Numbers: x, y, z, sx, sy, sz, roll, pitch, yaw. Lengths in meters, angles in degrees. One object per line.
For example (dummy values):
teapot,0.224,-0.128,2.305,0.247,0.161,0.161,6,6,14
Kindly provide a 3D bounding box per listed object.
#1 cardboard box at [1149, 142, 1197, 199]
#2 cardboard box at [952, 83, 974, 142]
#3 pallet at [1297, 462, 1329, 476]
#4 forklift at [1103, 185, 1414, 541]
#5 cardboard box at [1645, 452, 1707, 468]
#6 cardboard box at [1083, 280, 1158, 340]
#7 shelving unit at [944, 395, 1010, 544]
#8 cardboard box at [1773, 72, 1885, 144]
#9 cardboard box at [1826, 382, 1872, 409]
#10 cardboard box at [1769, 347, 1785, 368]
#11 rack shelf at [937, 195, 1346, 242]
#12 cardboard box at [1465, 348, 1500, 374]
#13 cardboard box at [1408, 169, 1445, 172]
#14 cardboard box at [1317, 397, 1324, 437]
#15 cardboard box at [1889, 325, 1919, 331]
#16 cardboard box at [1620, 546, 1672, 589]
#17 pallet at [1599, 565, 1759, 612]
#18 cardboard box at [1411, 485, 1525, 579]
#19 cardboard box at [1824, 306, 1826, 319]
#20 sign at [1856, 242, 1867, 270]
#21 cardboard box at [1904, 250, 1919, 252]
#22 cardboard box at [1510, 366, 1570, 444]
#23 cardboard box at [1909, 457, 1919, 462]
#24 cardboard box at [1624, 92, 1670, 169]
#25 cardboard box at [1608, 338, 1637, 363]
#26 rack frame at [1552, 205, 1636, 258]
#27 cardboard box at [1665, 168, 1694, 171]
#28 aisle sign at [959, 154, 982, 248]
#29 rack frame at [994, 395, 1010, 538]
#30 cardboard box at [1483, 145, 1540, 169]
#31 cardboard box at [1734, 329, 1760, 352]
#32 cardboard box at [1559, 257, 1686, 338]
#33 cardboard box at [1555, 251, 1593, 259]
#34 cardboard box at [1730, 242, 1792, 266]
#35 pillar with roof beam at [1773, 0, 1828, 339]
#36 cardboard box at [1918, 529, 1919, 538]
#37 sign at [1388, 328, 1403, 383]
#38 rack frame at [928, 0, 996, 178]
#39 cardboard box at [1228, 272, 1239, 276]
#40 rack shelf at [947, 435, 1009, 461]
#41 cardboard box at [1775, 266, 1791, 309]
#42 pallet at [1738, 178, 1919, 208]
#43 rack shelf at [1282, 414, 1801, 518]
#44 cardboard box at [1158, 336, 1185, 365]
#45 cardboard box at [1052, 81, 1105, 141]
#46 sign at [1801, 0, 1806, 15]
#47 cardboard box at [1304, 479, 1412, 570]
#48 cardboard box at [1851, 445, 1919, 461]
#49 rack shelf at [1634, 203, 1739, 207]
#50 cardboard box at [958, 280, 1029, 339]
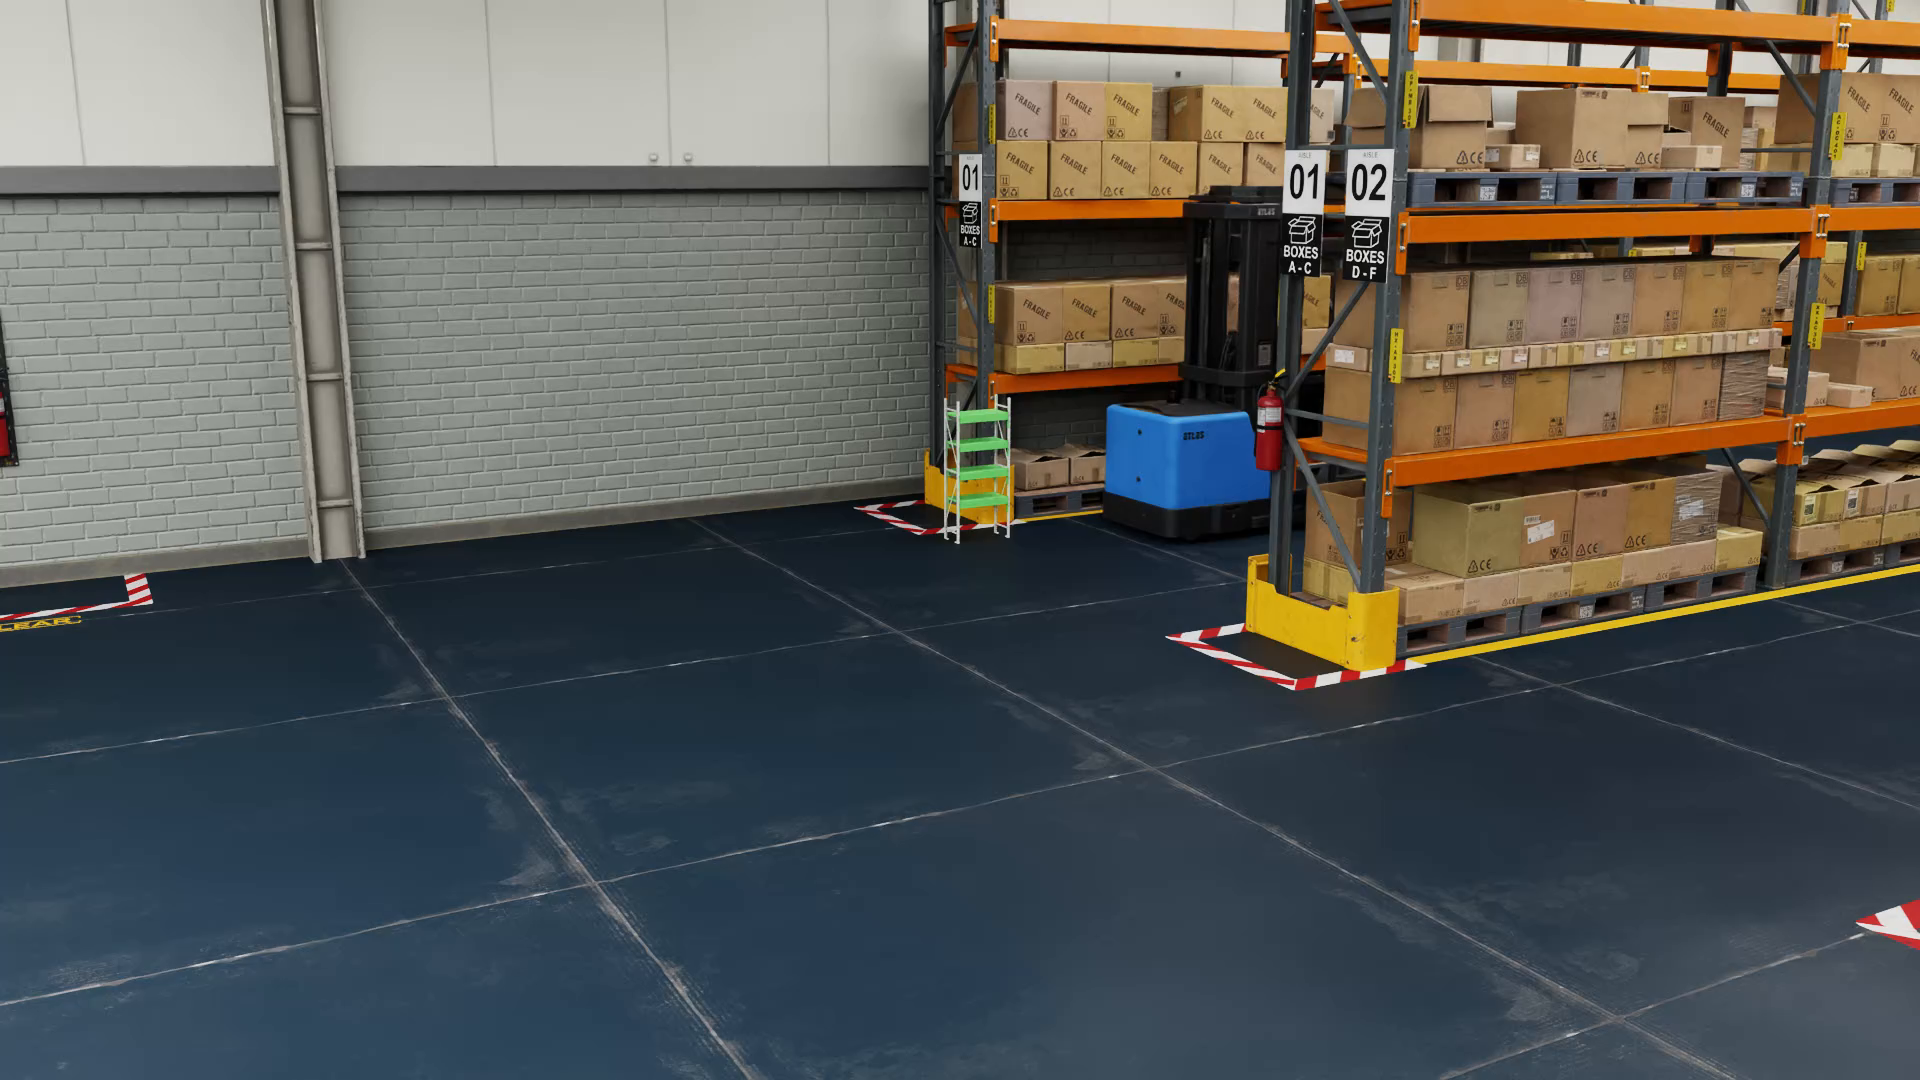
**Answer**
cardboard box,1.825,-3.395,15.256,0.500,0.500,0.500,-6,14,-24
cardboard box,0.262,-3.826,14.894,0.500,0.500,0.500,-6,14,-25
pallet,2.947,-0.703,16.753,1.213,0.211,1.003,-7,14,-28
forklift,2.796,-1.633,14.689,3.031,2.935,1.130,-7,15,-29
cardboard box,5.340,-0.428,12.775,0.500,0.500,0.500,-7,14,-28
cardboard box,1.467,-2.118,15.277,0.500,0.500,0.500,-7,15,-30
shelving unit,0.145,-0.603,14.055,0.503,1.200,0.258,-7,14,-28
cardboard box,6.457,-3.205,12.364,0.500,0.500,0.500,-7,14,-27
cardboard box,6.772,-1.118,12.817,0.250,0.149,0.380,-7,14,-28
cardboard box,9.255,-1.951,19.887,0.750,0.750,0.750,-6,14,-26
rack shelf,1.764,-3.043,15.605,4.000,0.370,1.077,-7,14,-28
cardboard box,3.283,-1.185,10.839,0.250,0.149,0.380,-7,14,-28
cardboard box,4.579,-3.873,16.900,0.500,0.311,0.500,-6,14,-26
cardboard box,4.158,-1.217,17.375,0.500,0.500,0.700,-6,14,-26
cardboard box,7.943,-1.477,13.611,0.500,0.500,0.500,-8,15,-31
cardboard box,4.719,0.147,11.931,0.500,0.250,0.500,-7,14,-28
pallet,5.179,0.249,12.521,1.213,0.211,1.003,-7,14,-28
cardboard box,3.401,-0.062,11.150,0.500,0.500,0.500,-7,14,-28
cardboard box,10.170,-2.749,20.017,0.250,0.149,0.380,-7,14,-27
sign,10.810,-3.405,19.952,0.005,0.325,0.100,-7,14,-28
cardboard box,12.977,-3.415,21.771,0.700,0.700,0.980,-7,14,-28
cardboard box,3.699,-0.969,11.354,0.500,0.500,0.700,-7,14,-27
cardboard box,8.168,-0.533,13.677,0.500,0.311,0.500,-7,14,-28
cardboard box,4.391,-2.825,11.486,0.637,0.503,0.797,-5,14,-22
cardboard box,4.414,-1.320,11.439,0.250,0.149,0.380,-6,14,-26
rack frame,7.031,-2.562,18.660,0.127,3.000,1.000,-7,14,-28
cardboard box,7.869,-4.417,18.840,0.500,0.500,0.700,-8,15,-31
aisle sign,0.089,-2.923,14.345,0.004,0.787,0.394,-7,14,-28
rack frame,0.359,-0.628,14.169,0.015,1.200,0.240,-7,14,-28
cardboard box,3.503,-2.470,10.716,0.250,0.149,0.380,-7,14,-28
cardboard box,5.543,-1.456,12.044,0.250,0.149,0.380,-7,15,-29
cardboard box,4.627,-1.715,11.713,0.500,0.500,0.700,-7,14,-28
cardboard box,6.742,-3.100,18.343,0.250,0.149,0.380,-9,16,-35
cardboard box,9.353,-3.348,19.496,0.500,0.250,0.500,-7,14,-27
pillar with roof beam,12.804,-5.320,17.253,0.400,9.000,9.100,-7,14,-28
cardboard box,7.719,-0.207,13.502,0.500,0.250,0.500,-7,14,-27
sign,2.646,-1.119,10.099,0.005,0.325,0.100,-7,14,-28
rack frame,0.009,-4.647,14.262,0.127,3.000,1.000,-7,14,-28
cardboard box,2.551,-2.381,16.443,0.500,0.500,0.500,-7,14,-28
rack shelf,0.145,-0.775,14.016,0.480,0.148,0.258,-7,14,-28
cardboard box,9.369,-2.982,19.578,0.500,0.500,0.500,-7,14,-28
pallet,6.665,-2.652,12.666,1.217,0.209,0.805,-8,15,-30
rack shelf,4.141,-0.625,11.694,4.000,0.370,1.077,-7,14,-28
cardboard box,1.933,-1.809,15.614,0.500,0.250,0.500,-7,14,-27
cardboard box,0.928,-3.767,14.632,0.500,0.500,0.500,-7,14,-29
sign,10.297,-6.552,20.238,0.005,0.325,0.100,-7,14,-28
cardboard box,2.714,-0.109,11.360,0.500,0.500,0.500,-7,14,-28
cardboard box,7.901,-0.636,14.132,0.500,0.311,0.500,-7,15,-29
rack shelf,8.786,-3.885,19.345,4.000,0.370,1.077,-7,14,-28
cardboard box,0.321,-2.113,15.255,0.500,0.500,0.500,-7,14,-28
